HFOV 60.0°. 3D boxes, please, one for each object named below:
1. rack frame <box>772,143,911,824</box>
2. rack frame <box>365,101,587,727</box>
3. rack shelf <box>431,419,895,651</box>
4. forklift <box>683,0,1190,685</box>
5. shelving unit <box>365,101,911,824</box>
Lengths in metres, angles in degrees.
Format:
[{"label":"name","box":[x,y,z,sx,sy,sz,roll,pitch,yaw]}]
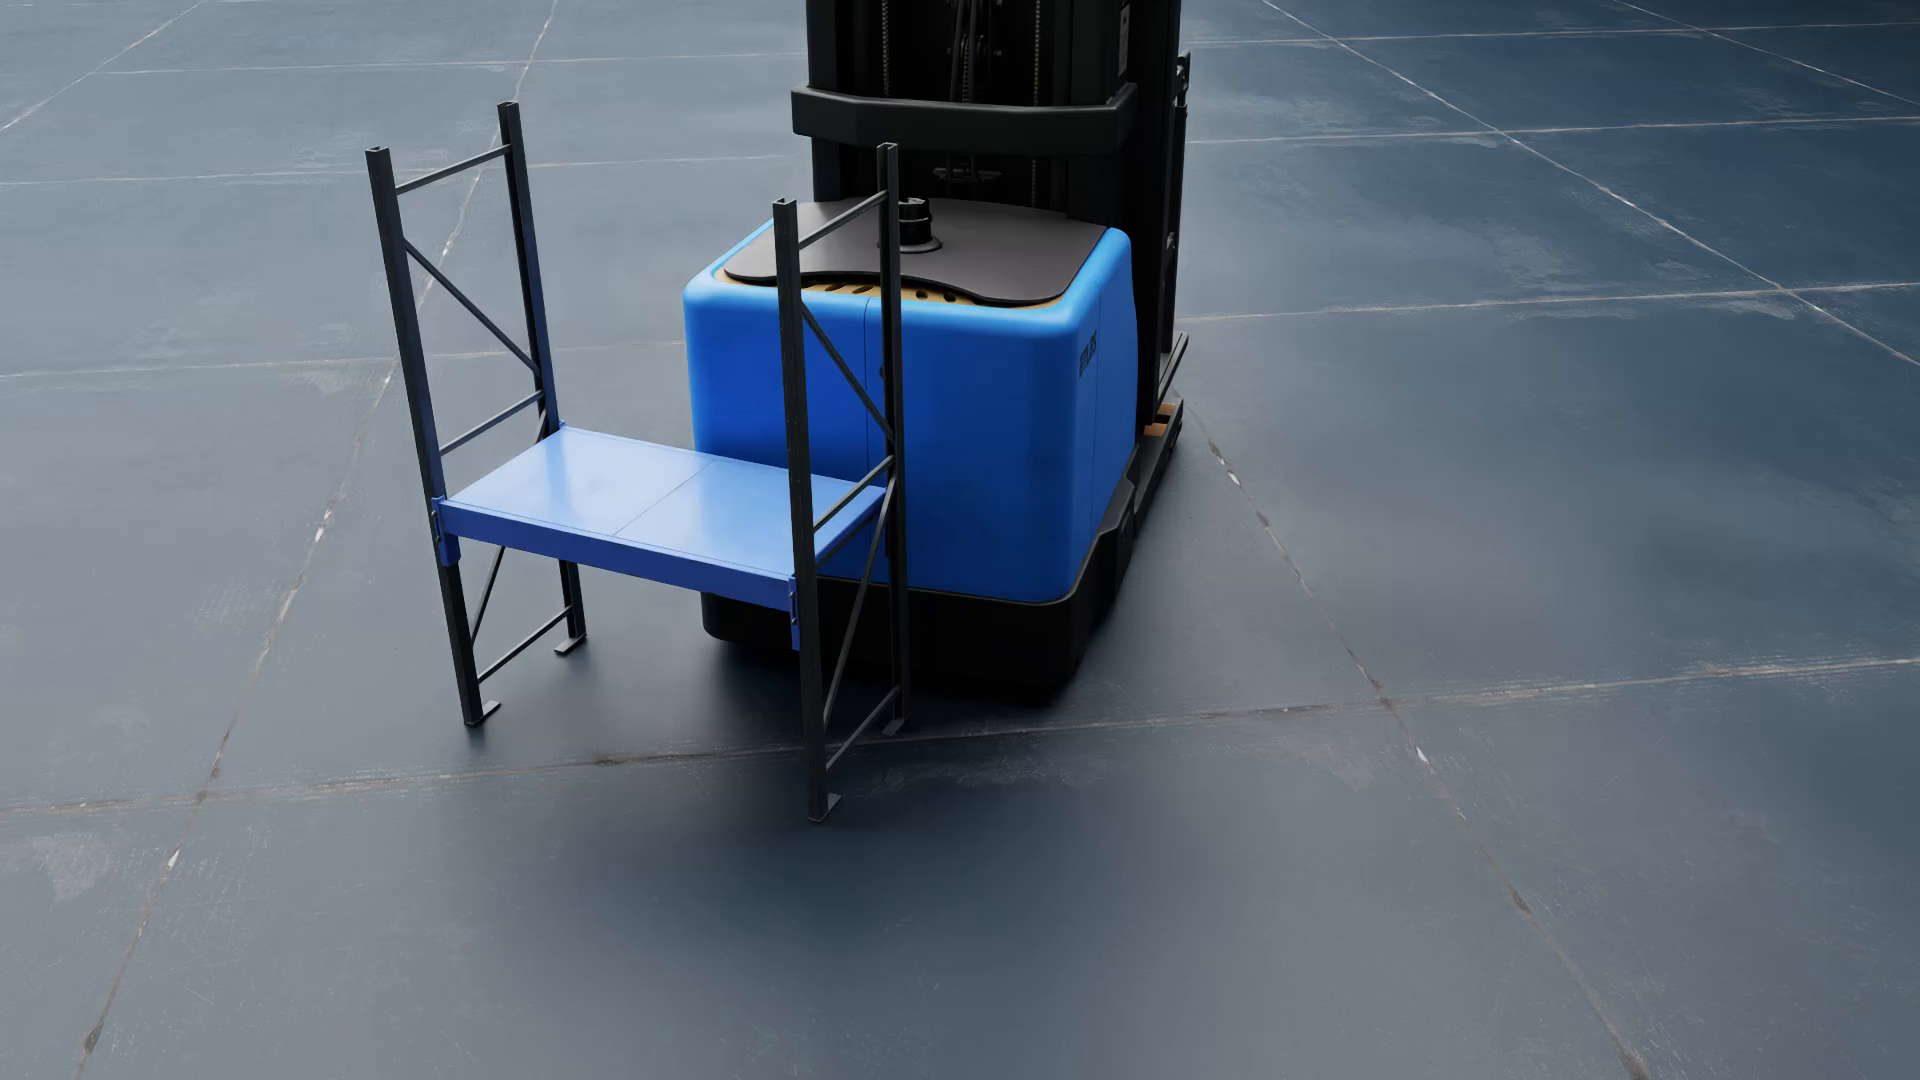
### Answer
[{"label":"rack frame","box":[-0.248,-0.100,3.795,0.032,1.500,0.500,12,30,21]},{"label":"rack frame","box":[-1.176,-0.289,4.163,0.032,1.500,0.500,12,30,21]},{"label":"rack shelf","box":[-0.711,-0.036,4.063,1.000,0.185,0.538,12,30,21]},{"label":"forklift","box":[0.165,-1.579,5.117,1.130,2.935,3.031,7,28,14]},{"label":"shelving unit","box":[-0.712,-0.195,3.979,1.048,1.500,0.538,12,30,21]}]
